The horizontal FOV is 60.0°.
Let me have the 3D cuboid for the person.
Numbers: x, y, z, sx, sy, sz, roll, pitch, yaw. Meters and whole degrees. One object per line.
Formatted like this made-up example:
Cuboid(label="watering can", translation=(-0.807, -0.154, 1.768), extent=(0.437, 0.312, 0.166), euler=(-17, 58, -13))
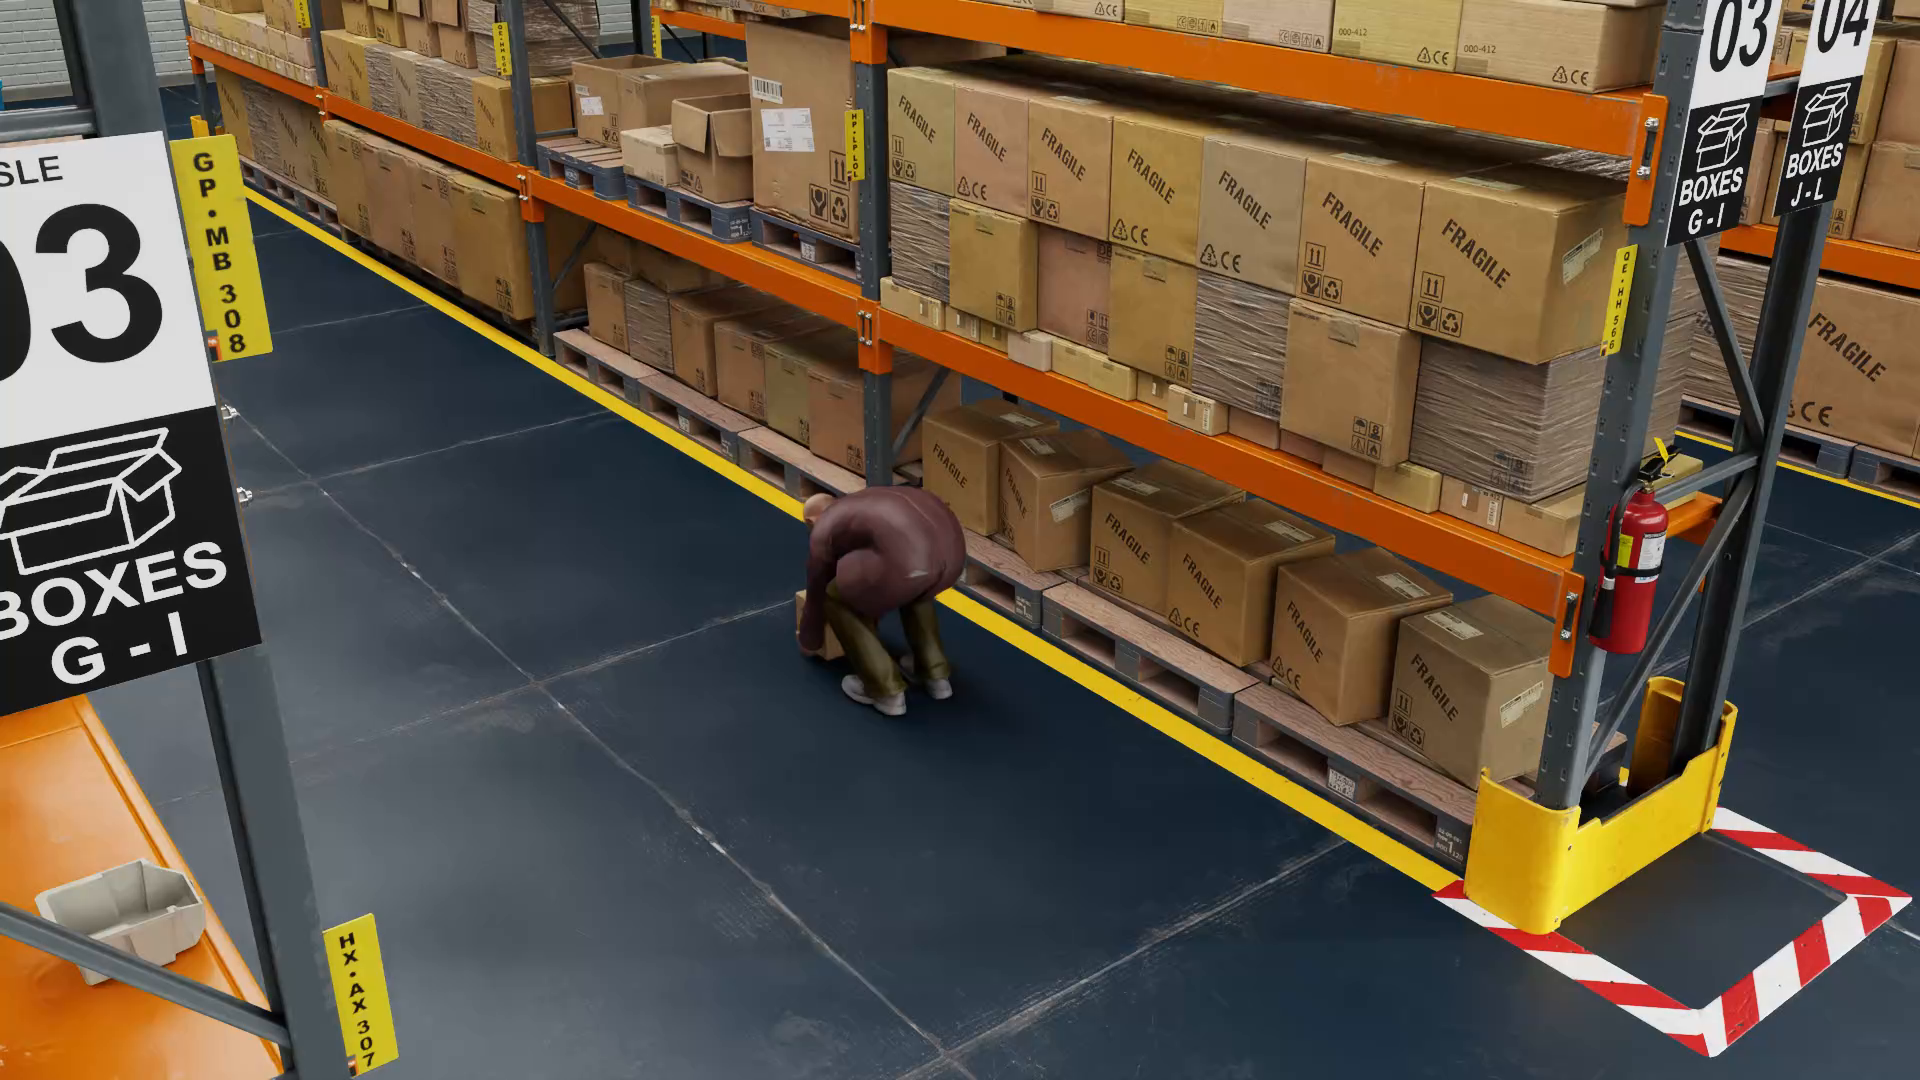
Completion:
Cuboid(label="person", translation=(-0.368, 0.196, 7.224), extent=(0.594, 0.925, 0.937), euler=(-19, 31, -36))
